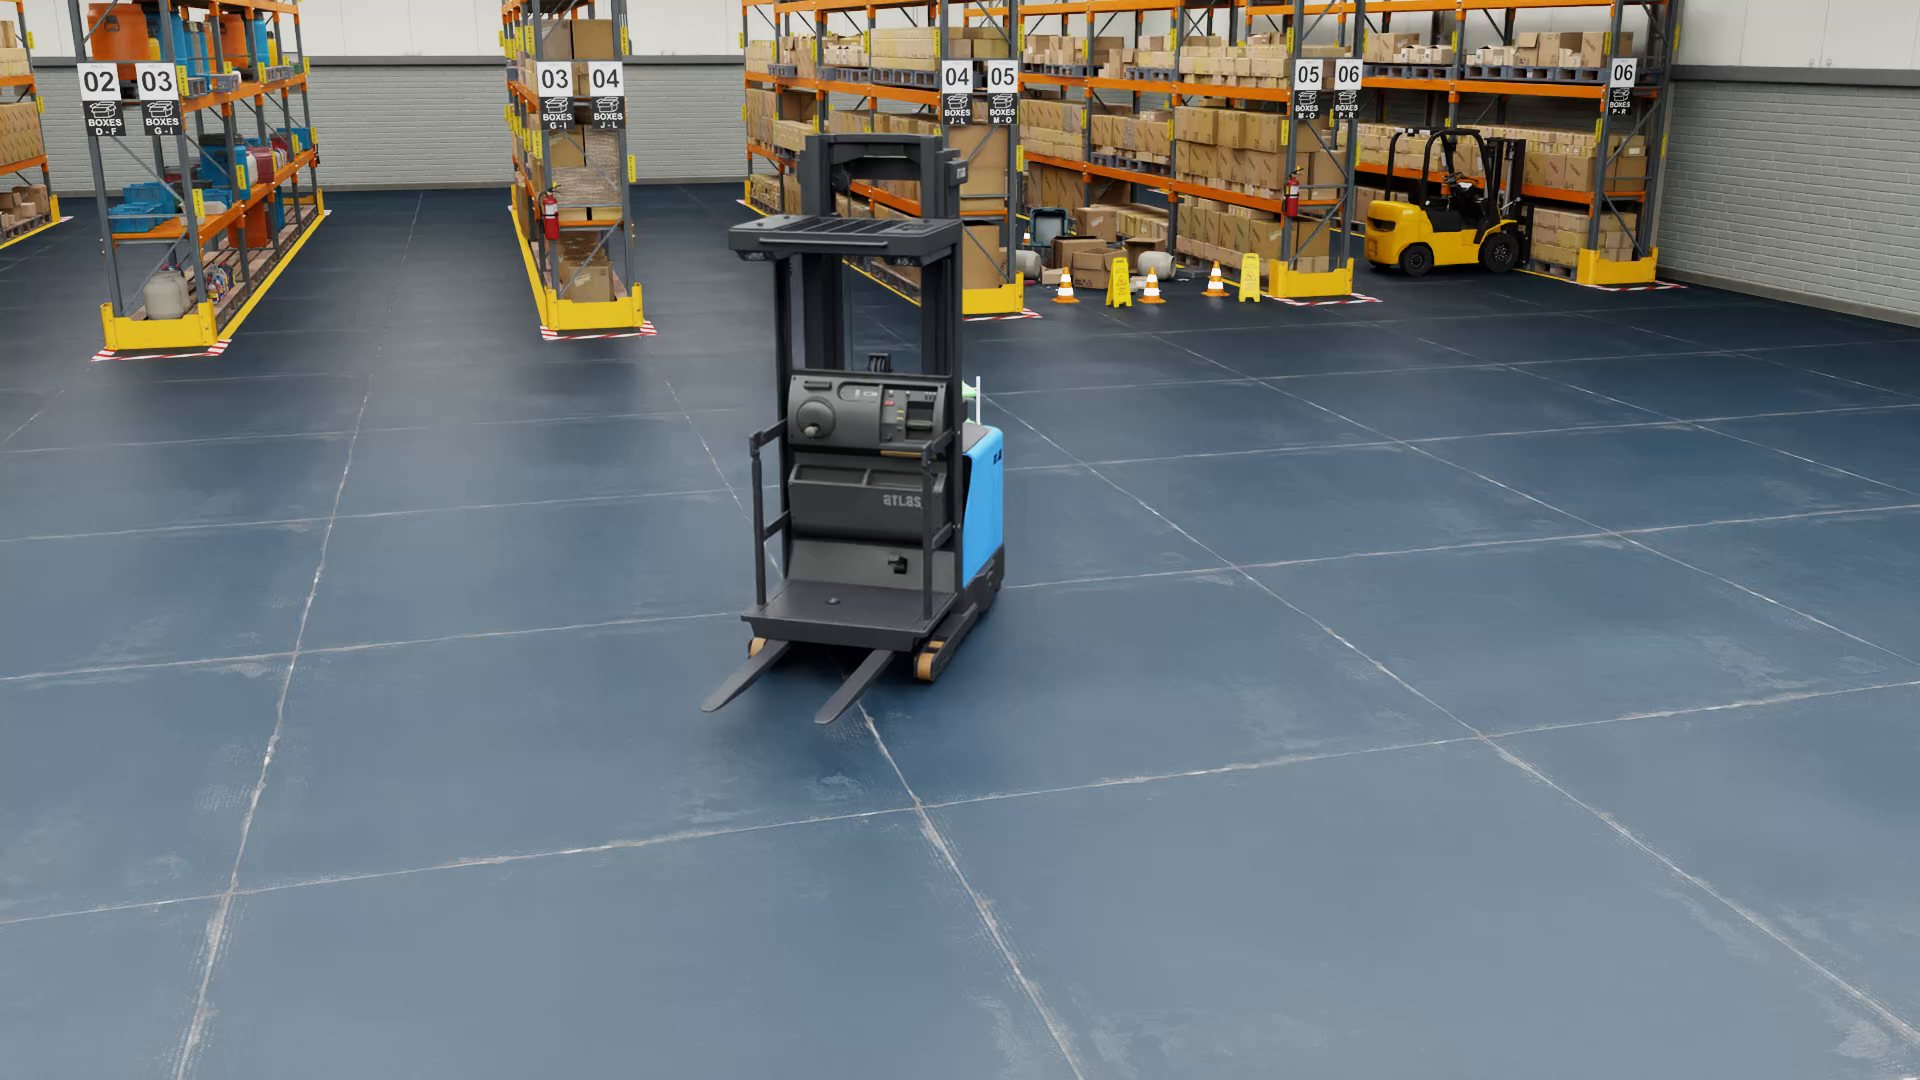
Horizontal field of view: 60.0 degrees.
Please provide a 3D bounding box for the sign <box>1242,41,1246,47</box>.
[{"bbox_3d":[5.923,-10.239,34.713,0.100,0.325,0.005,-5,17,-15],"label":"sign"}]

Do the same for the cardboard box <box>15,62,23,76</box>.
[{"bbox_3d":[-17.961,-8.852,31.253,0.500,0.250,0.500,-5,17,-15],"label":"cardboard box"}]

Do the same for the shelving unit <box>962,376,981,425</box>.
[{"bbox_3d":[-0.045,-0.620,11.932,0.258,1.200,0.503,-5,17,-15],"label":"shelving unit"}]

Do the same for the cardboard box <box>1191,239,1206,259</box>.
[{"bbox_3d":[3.929,-4.547,25.925,0.500,0.250,0.500,-4,17,-12],"label":"cardboard box"}]

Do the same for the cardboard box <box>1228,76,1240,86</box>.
[{"bbox_3d":[4.137,-6.702,24.271,0.380,0.149,0.250,-5,17,-16],"label":"cardboard box"}]

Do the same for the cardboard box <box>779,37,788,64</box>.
[{"bbox_3d":[-3.063,-9.360,31.779,0.700,0.500,0.500,-5,17,-15],"label":"cardboard box"}]

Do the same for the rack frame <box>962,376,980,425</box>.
[{"bbox_3d":[0.022,-0.553,11.707,0.240,1.200,0.015,-5,17,-15],"label":"rack frame"}]

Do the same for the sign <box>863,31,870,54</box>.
[{"bbox_3d":[-1.381,-7.364,24.594,0.100,0.325,0.005,-5,17,-15],"label":"sign"}]

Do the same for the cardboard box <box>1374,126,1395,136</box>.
[{"bbox_3d":[7.711,-7.385,30.021,0.380,0.149,0.250,-4,17,-14],"label":"cardboard box"}]

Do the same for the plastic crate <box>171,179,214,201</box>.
[{"bbox_3d":[-10.400,-4.634,22.274,0.767,0.338,0.504,-5,17,-15],"label":"plastic crate"}]

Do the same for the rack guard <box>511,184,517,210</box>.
[{"bbox_3d":[-8.964,-7.339,35.516,1.175,0.500,0.348,-5,17,-15],"label":"rack guard"}]

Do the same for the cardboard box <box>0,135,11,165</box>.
[{"bbox_3d":[-17.405,-6.993,29.844,0.500,0.500,0.500,-4,17,-14],"label":"cardboard box"}]

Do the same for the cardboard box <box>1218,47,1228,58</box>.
[{"bbox_3d":[4.053,-7.223,24.621,0.380,0.149,0.250,-5,17,-16],"label":"cardboard box"}]

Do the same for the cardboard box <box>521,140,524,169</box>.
[{"bbox_3d":[-7.264,-6.620,28.603,0.500,0.500,0.500,-5,17,-16],"label":"cardboard box"}]

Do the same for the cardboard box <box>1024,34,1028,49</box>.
[{"bbox_3d":[1.269,-10.312,34.771,0.797,0.503,0.637,-3,17,-11],"label":"cardboard box"}]

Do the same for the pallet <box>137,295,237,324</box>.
[{"bbox_3d":[-9.938,-2.956,21.427,1.003,0.211,1.213,-5,17,-15],"label":"pallet"}]

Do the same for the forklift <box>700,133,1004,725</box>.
[{"bbox_3d":[-0.588,-0.733,9.296,1.130,2.935,3.031,4,17,14],"label":"forklift"}]

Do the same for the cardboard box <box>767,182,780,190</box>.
[{"bbox_3d":[-3.752,-7.267,34.123,0.380,0.149,0.250,-6,18,-18],"label":"cardboard box"}]

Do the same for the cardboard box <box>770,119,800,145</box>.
[{"bbox_3d":[-3.466,-8.089,32.977,0.500,0.500,0.500,-5,17,-15],"label":"cardboard box"}]

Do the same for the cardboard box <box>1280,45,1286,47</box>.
[{"bbox_3d":[6.582,-9.769,33.063,0.380,0.149,0.250,-5,17,-15],"label":"cardboard box"}]

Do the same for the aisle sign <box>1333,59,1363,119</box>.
[{"bbox_3d":[5.284,-6.140,22.660,0.394,0.787,0.004,-5,17,-15],"label":"aisle sign"}]

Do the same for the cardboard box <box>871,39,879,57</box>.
[{"bbox_3d":[-0.997,-7.174,24.245,0.500,0.250,0.500,-5,17,-15],"label":"cardboard box"}]

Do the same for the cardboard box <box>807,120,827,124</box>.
[{"bbox_3d":[-2.763,-8.058,32.235,0.380,0.149,0.250,-4,17,-13],"label":"cardboard box"}]

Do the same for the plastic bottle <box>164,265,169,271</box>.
[{"bbox_3d":[-10.599,-3.505,22.246,0.144,0.351,0.185,-4,17,-14],"label":"plastic bottle"}]

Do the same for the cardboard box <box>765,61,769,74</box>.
[{"bbox_3d":[-3.582,-9.406,33.097,0.500,0.250,0.500,-5,17,-15],"label":"cardboard box"}]

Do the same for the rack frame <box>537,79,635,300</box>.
[{"bbox_3d":[-4.560,-4.104,20.401,1.000,3.000,0.127,-5,17,-15],"label":"rack frame"}]

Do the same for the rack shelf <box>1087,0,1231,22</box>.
[{"bbox_3d":[3.320,-8.884,27.832,1.077,0.370,4.000,-5,17,-15],"label":"rack shelf"}]

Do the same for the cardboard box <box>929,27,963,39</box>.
[{"bbox_3d":[-0.182,-6.482,21.249,0.380,0.149,0.250,-5,17,-15],"label":"cardboard box"}]

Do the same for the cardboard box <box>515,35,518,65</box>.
[{"bbox_3d":[-6.877,-7.890,26.749,0.500,0.500,0.500,-5,17,-15],"label":"cardboard box"}]

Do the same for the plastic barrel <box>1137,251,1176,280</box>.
[{"bbox_3d":[2.945,-4.105,24.883,0.512,0.421,0.421,7,18,23],"label":"plastic barrel"}]

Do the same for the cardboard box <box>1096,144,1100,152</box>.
[{"bbox_3d":[2.681,-7.077,30.003,0.380,0.149,0.250,-6,18,-18],"label":"cardboard box"}]

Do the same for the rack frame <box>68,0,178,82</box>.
[{"bbox_3d":[-9.322,-6.586,18.234,1.000,3.000,0.127,-5,17,-15],"label":"rack frame"}]

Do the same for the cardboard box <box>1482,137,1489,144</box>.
[{"bbox_3d":[8.643,-6.422,26.814,0.380,0.149,0.250,-4,17,-14],"label":"cardboard box"}]

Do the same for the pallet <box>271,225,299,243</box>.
[{"bbox_3d":[-12.448,-5.480,29.827,1.003,0.211,1.213,-5,17,-15],"label":"pallet"}]

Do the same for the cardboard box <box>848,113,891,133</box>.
[{"bbox_3d":[-1.424,-6.660,26.998,0.700,0.500,0.500,-5,17,-16],"label":"cardboard box"}]

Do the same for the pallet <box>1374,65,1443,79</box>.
[{"bbox_3d":[8.124,-8.350,29.651,1.003,0.211,1.213,-4,17,-13],"label":"pallet"}]

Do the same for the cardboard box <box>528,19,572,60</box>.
[{"bbox_3d":[-5.229,-6.379,21.201,0.500,0.500,0.500,-5,17,-15],"label":"cardboard box"}]

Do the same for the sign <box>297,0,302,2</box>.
[{"bbox_3d":[-13.195,-10.905,33.174,0.100,0.325,0.005,-5,17,-15],"label":"sign"}]

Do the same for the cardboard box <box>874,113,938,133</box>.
[{"bbox_3d":[-0.794,-6.059,24.771,0.875,0.550,0.550,-5,17,-15],"label":"cardboard box"}]

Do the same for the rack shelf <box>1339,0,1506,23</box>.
[{"bbox_3d":[8.091,-9.278,29.142,1.077,0.370,4.000,-5,17,-15],"label":"rack shelf"}]

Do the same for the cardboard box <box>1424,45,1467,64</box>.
[{"bbox_3d":[8.208,-8.211,28.111,0.500,0.311,0.500,-5,18,-17],"label":"cardboard box"}]

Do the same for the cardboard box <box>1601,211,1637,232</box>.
[{"bbox_3d":[9.790,-4.792,25.003,0.500,0.250,0.500,-5,17,-16],"label":"cardboard box"}]

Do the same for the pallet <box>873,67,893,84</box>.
[{"bbox_3d":[-0.648,-6.742,24.122,1.003,0.211,1.213,-5,17,-15],"label":"pallet"}]

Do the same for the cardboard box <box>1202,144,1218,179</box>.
[{"bbox_3d":[4.008,-5.764,25.235,0.500,0.500,0.500,-5,17,-16],"label":"cardboard box"}]

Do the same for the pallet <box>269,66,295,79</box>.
[{"bbox_3d":[-12.311,-8.169,29.047,1.213,0.211,1.003,-5,17,-15],"label":"pallet"}]

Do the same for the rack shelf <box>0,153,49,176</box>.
[{"bbox_3d":[-17.933,-6.850,30.792,1.077,0.370,4.000,-5,17,-15],"label":"rack shelf"}]

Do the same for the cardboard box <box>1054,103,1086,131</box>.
[{"bbox_3d":[2.097,-8.029,31.554,0.500,0.500,0.500,-5,17,-15],"label":"cardboard box"}]

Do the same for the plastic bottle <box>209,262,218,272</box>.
[{"bbox_3d":[-10.106,-3.594,22.543,0.144,0.351,0.185,-5,17,-15],"label":"plastic bottle"}]

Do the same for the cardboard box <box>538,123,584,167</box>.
[{"bbox_3d":[-4.949,-4.906,20.641,0.500,0.500,0.500,-5,17,-15],"label":"cardboard box"}]

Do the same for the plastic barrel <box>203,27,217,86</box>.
[{"bbox_3d":[-11.324,-7.142,24.555,0.600,0.830,0.708,-5,17,-15],"label":"plastic barrel"}]

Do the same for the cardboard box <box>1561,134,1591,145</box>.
[{"bbox_3d":[9.243,-6.000,24.896,0.380,0.149,0.250,-4,17,-14],"label":"cardboard box"}]

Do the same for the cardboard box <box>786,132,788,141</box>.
[{"bbox_3d":[-3.030,-7.503,30.906,0.380,0.149,0.250,-5,17,-16],"label":"cardboard box"}]

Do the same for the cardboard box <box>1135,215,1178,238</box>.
[{"bbox_3d":[3.522,-5.280,28.153,0.950,0.372,0.625,-4,17,-12],"label":"cardboard box"}]
